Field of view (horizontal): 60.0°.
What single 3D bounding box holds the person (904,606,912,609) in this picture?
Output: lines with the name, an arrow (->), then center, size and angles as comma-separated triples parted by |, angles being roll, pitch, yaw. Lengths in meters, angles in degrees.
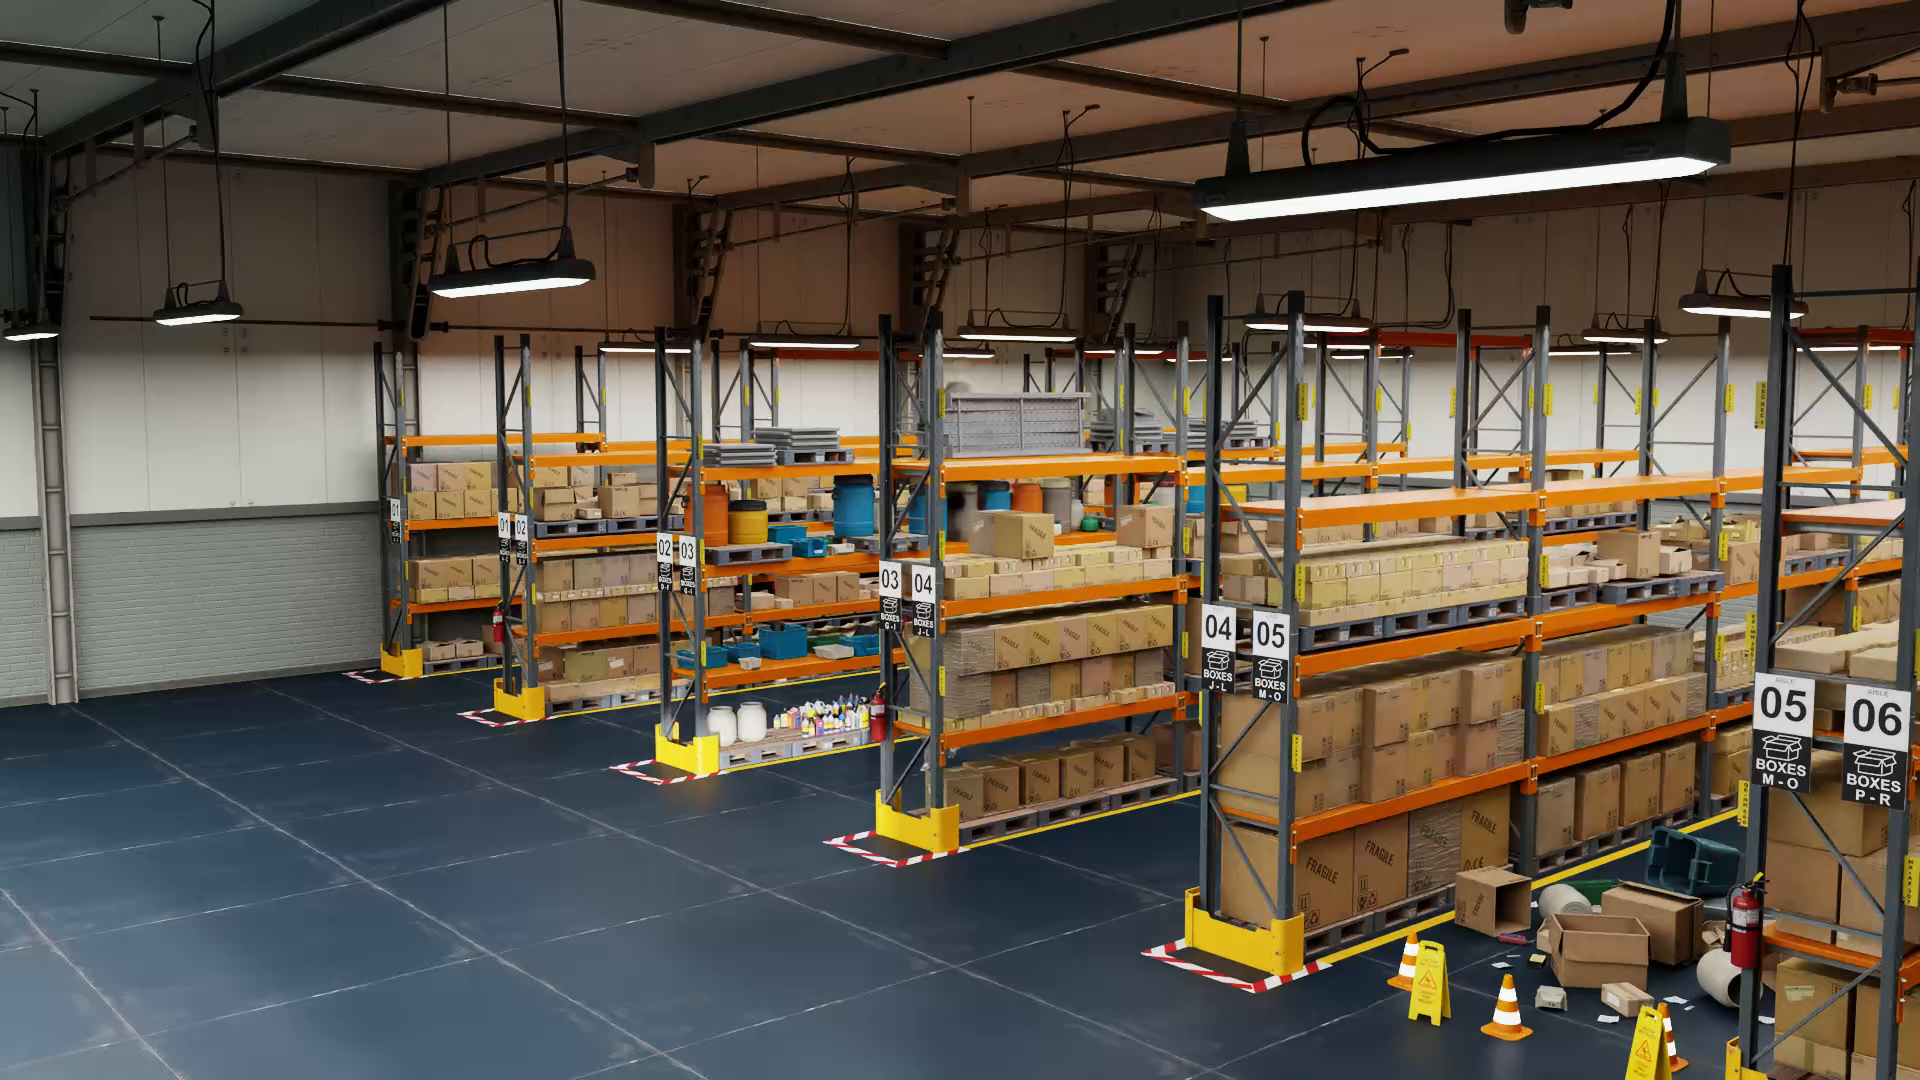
person -> -0.910, 1.162, 34.874 | 0.628, 1.656, 0.564 | 4, 7, 40

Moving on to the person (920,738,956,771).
person -> -0.322, 2.318, 22.610 | 0.538, 1.568, 0.753 | 4, 6, 36

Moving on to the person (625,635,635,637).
person -> -6.054, 1.525, 30.406 | 0.634, 1.773, 0.698 | 3, 6, 33
